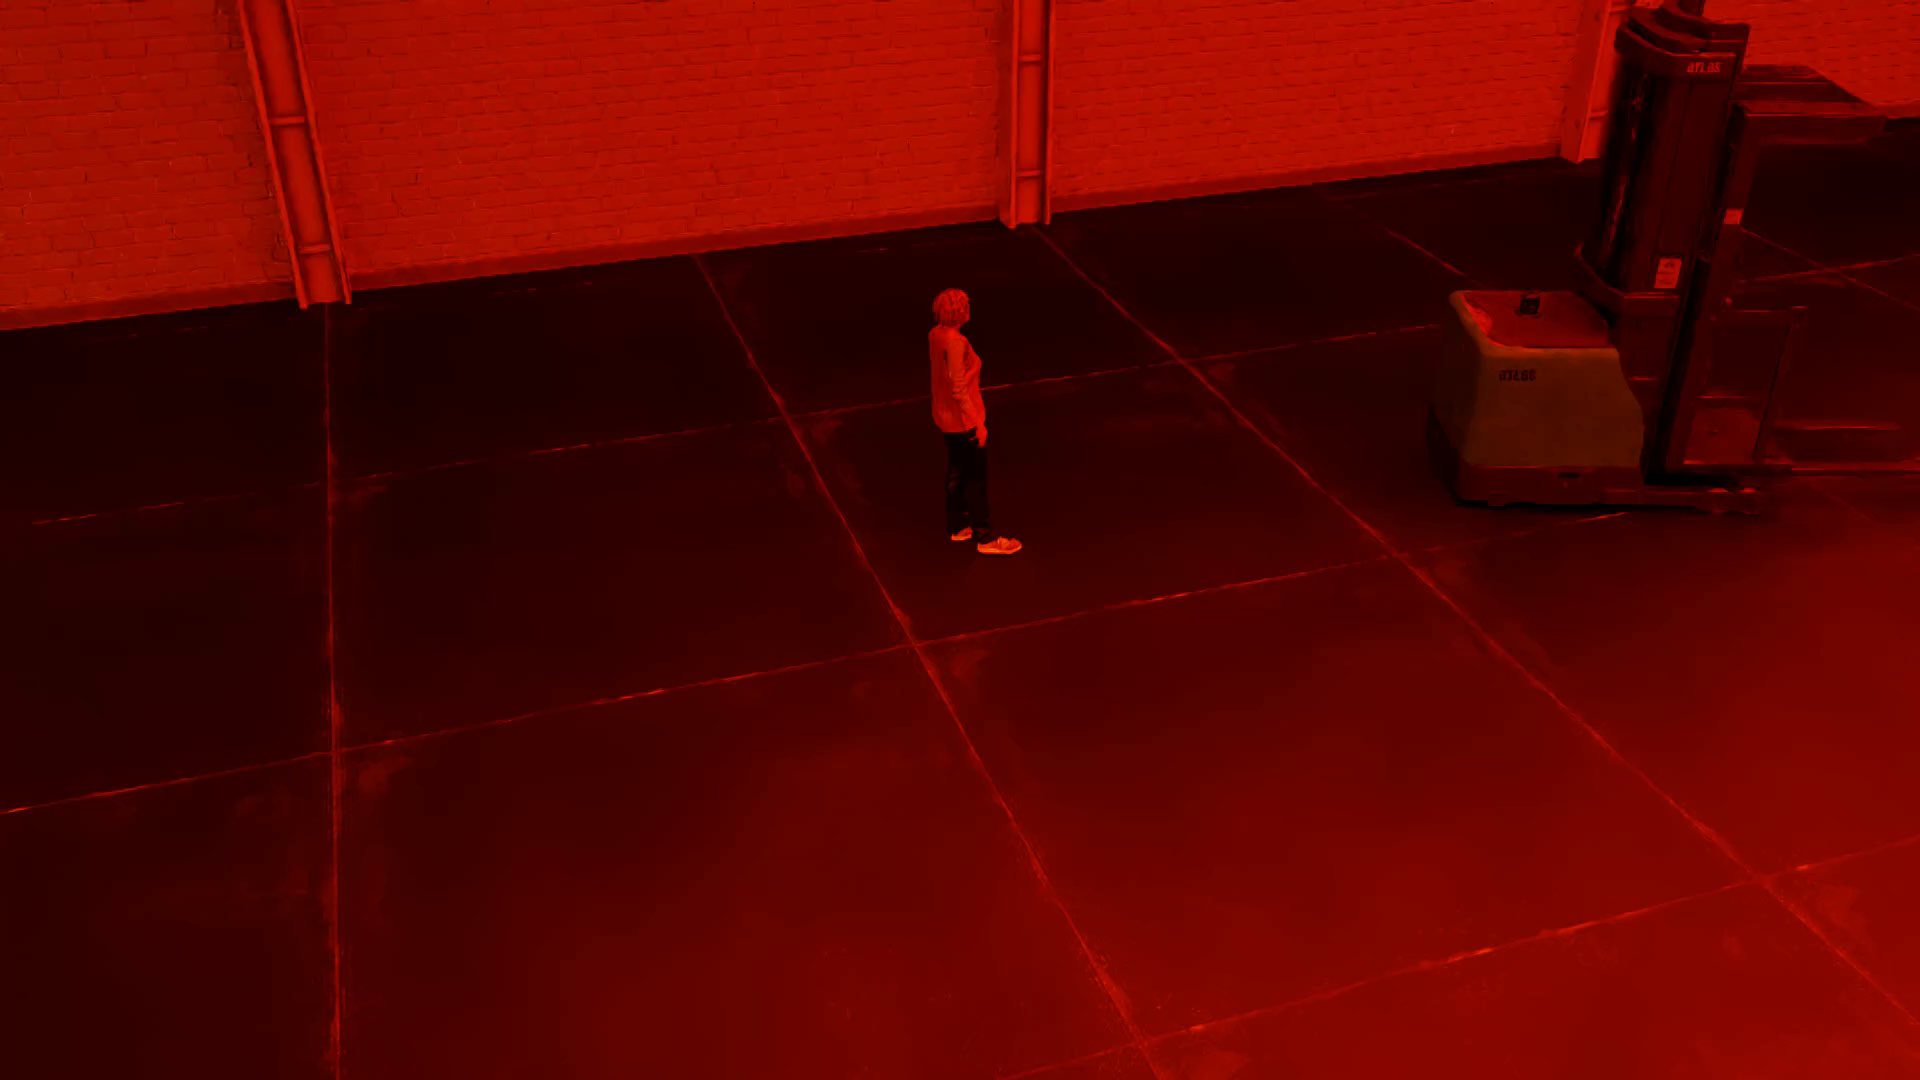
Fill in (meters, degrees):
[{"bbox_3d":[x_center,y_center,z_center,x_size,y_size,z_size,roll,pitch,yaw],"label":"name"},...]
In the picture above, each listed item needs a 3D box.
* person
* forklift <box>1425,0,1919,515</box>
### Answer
[{"bbox_3d":[0.075,-0.703,9.633,0.474,1.597,0.520,-10,31,-16],"label":"person"},{"bbox_3d":[4.613,-1.693,10.030,3.031,2.935,1.130,1,30,1],"label":"forklift"}]
